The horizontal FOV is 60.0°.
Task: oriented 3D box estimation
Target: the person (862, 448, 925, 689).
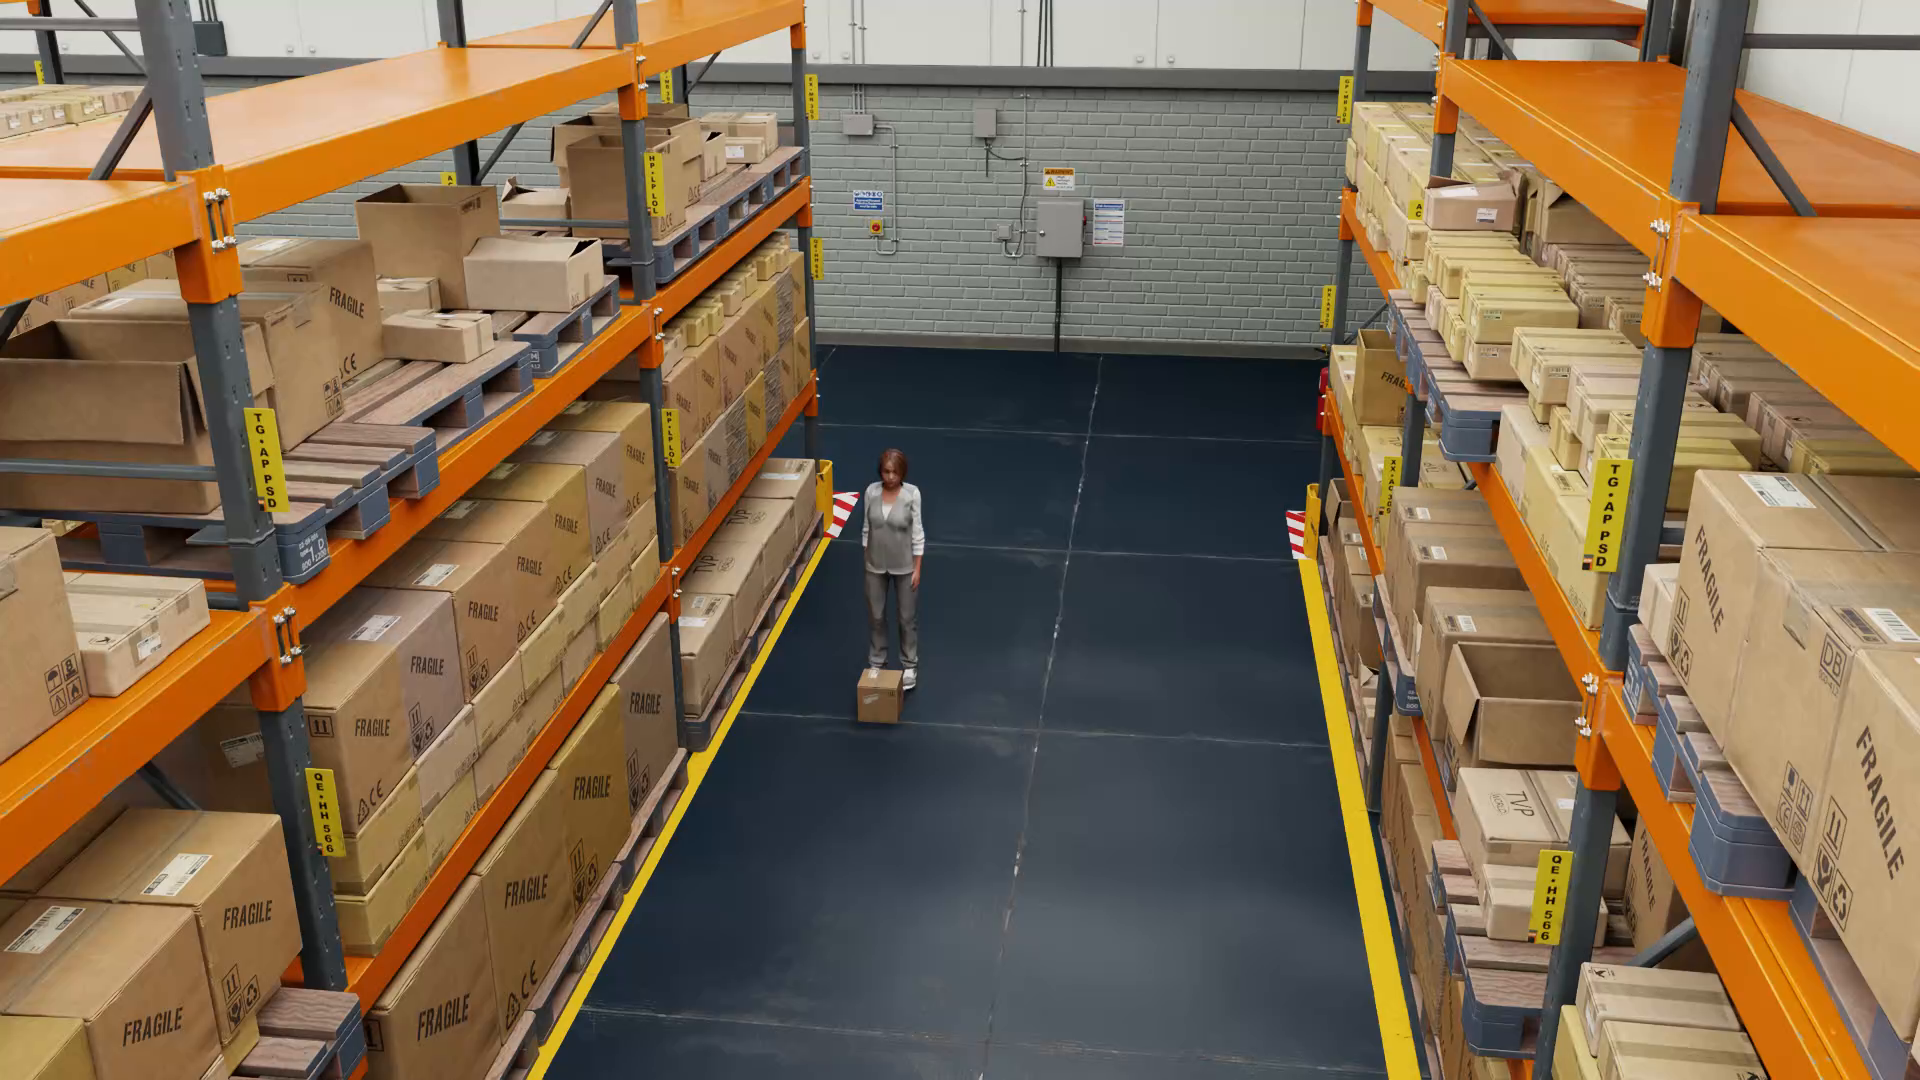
[{"bbox_3d":[-0.424,0.184,10.632,0.405,1.598,0.304,3,22,9],"label":"person"}]
